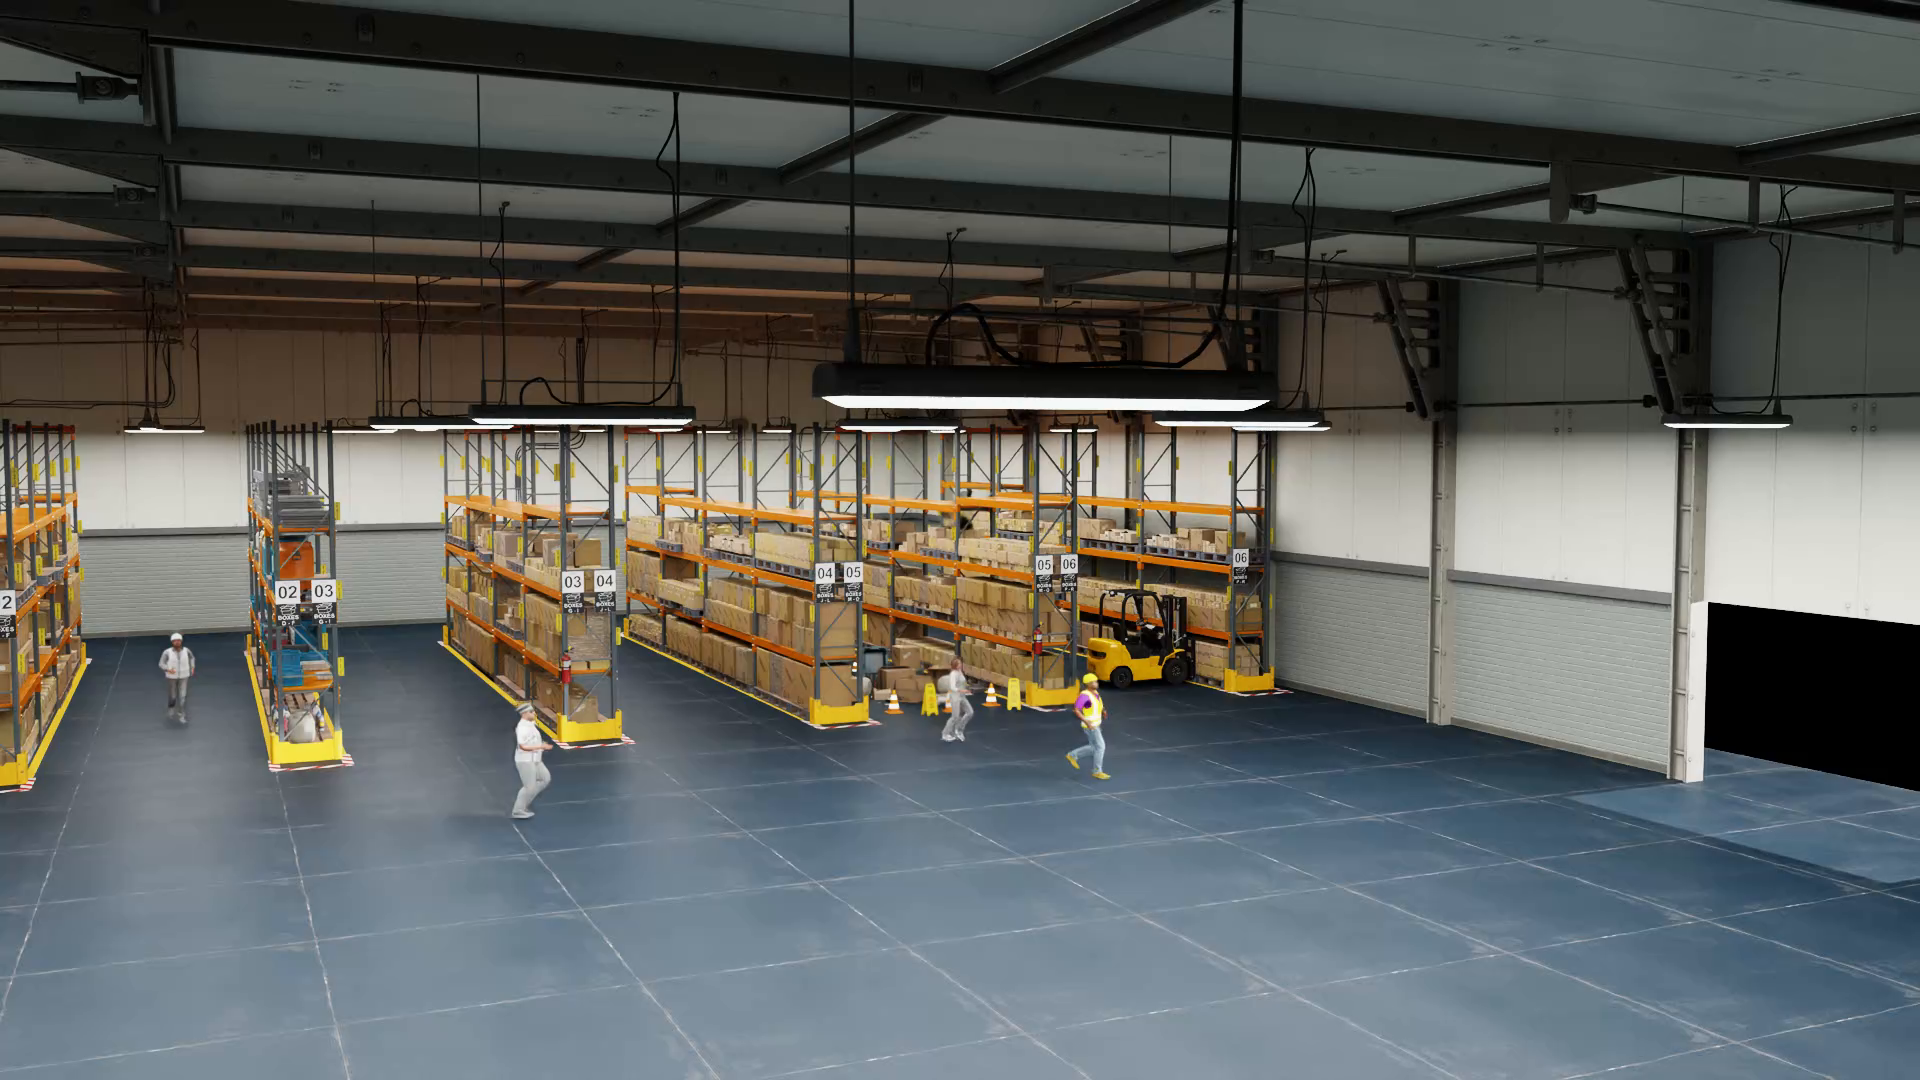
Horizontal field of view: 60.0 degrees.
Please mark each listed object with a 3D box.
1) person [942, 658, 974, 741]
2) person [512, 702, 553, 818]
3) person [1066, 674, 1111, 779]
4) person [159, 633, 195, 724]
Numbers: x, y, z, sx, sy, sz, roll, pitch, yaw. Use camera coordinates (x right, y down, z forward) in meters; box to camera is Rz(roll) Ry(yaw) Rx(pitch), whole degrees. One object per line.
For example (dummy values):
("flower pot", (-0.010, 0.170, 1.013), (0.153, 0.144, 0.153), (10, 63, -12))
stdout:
("person", (-0.040, 2.987, 31.118), (0.629, 1.578, 0.545), (2, 4, 25))
("person", (-6.391, 3.289, 24.911), (0.645, 1.760, 0.640), (0, 4, -2))
("person", (2.160, 3.112, 27.919), (0.779, 1.758, 0.691), (1, 4, 20))
("person", (-15.697, 2.758, 33.371), (0.683, 1.783, 0.816), (-2, 4, -34))
